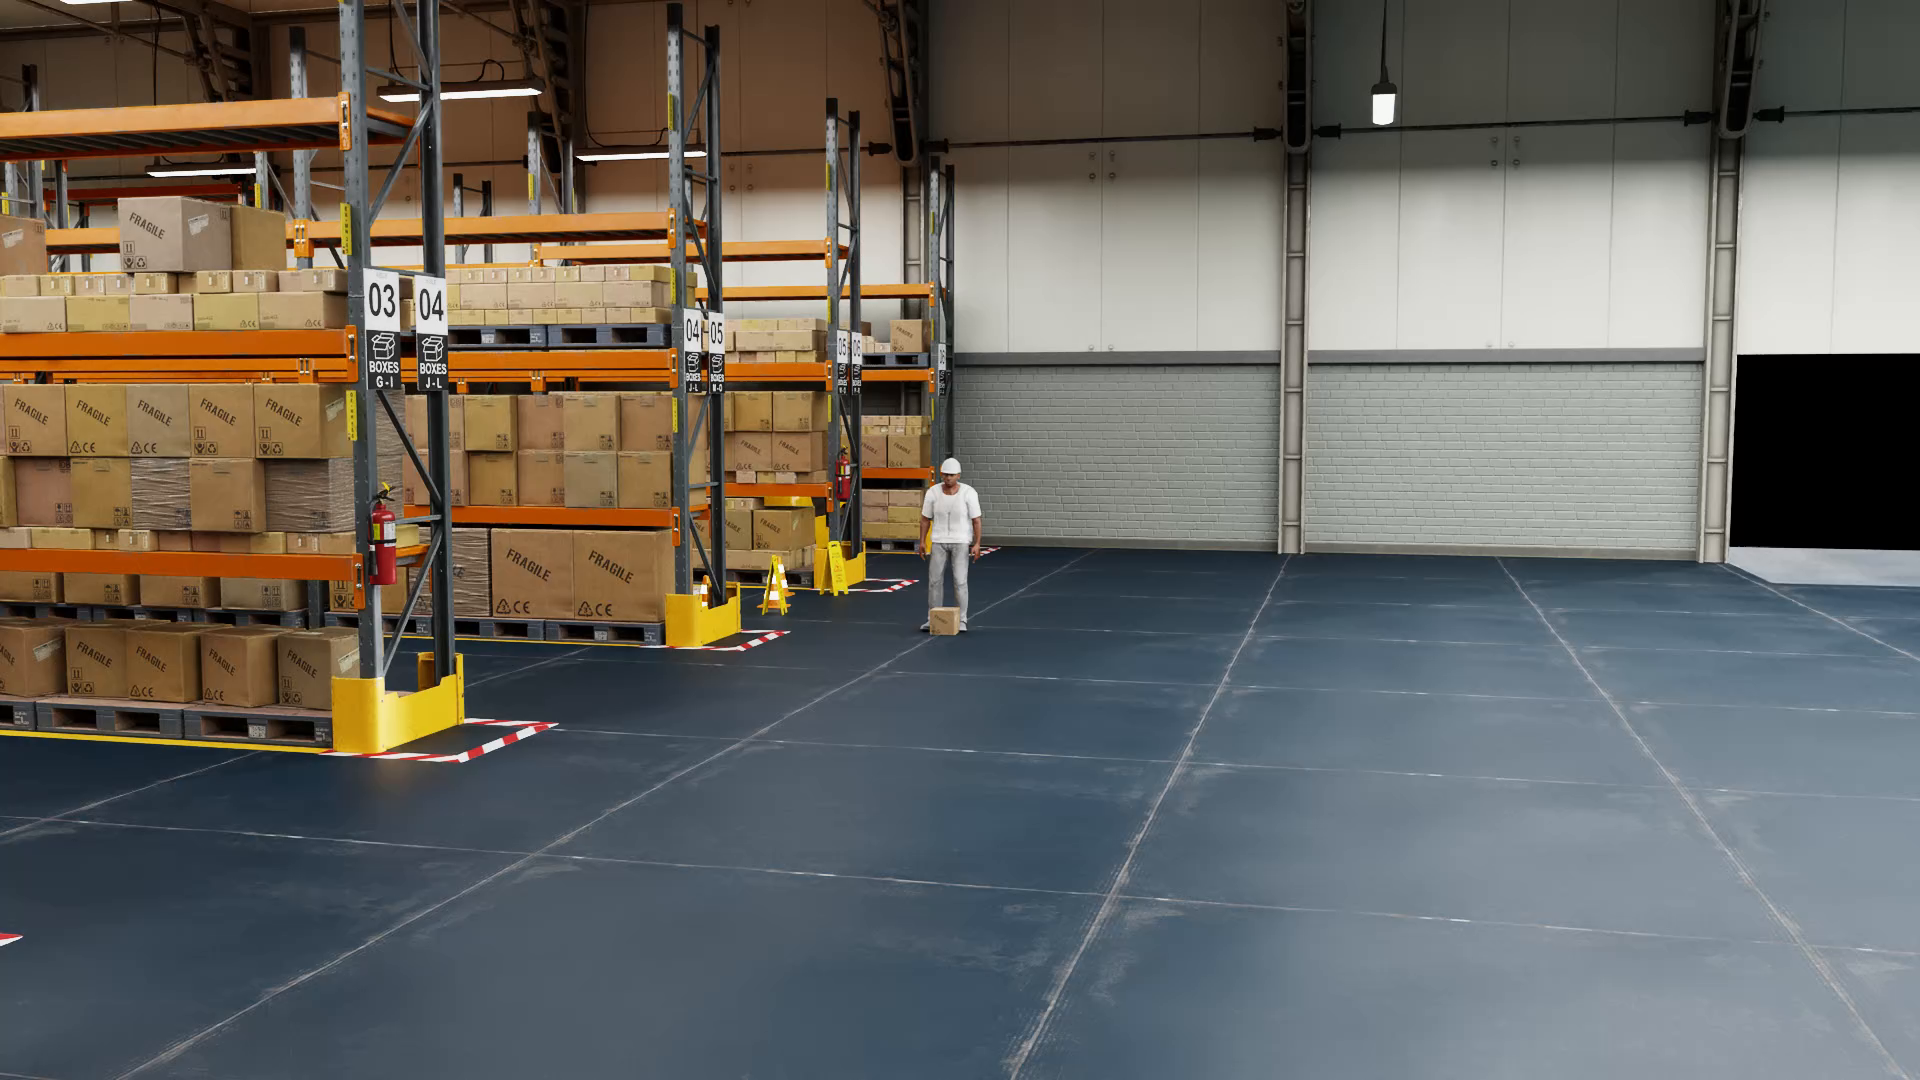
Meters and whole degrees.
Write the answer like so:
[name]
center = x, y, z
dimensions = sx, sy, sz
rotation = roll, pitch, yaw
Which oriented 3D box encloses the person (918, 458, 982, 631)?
[person]
center = -0.102, 0.046, 16.876
dimensions = 0.638, 1.761, 0.457
rotation = 1, 5, 11
